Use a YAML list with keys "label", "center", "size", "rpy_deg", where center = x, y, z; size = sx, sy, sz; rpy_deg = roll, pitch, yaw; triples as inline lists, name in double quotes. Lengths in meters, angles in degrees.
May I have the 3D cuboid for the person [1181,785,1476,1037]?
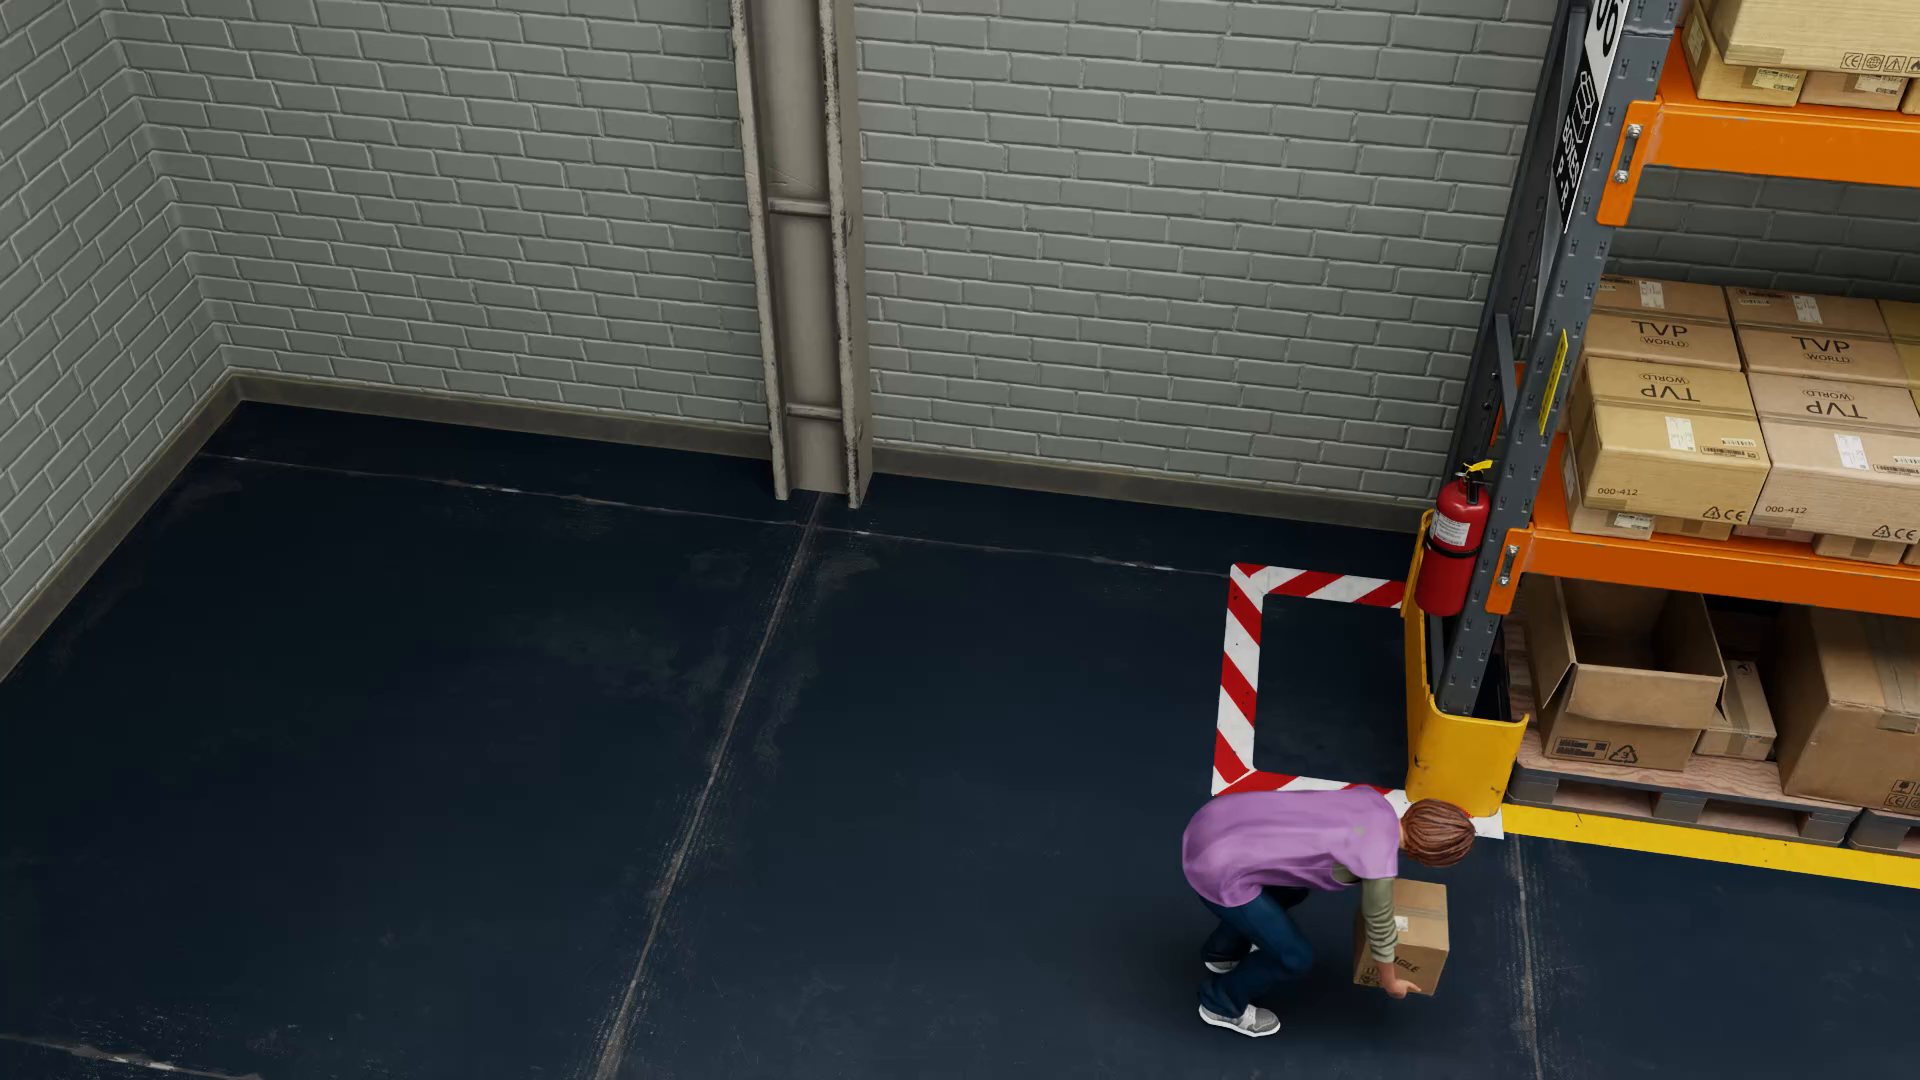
- label: "person"
  center: [1.112, 1.176, 5.282]
  size: [0.857, 0.988, 0.416]
  rpy_deg: [5, 41, 5]
